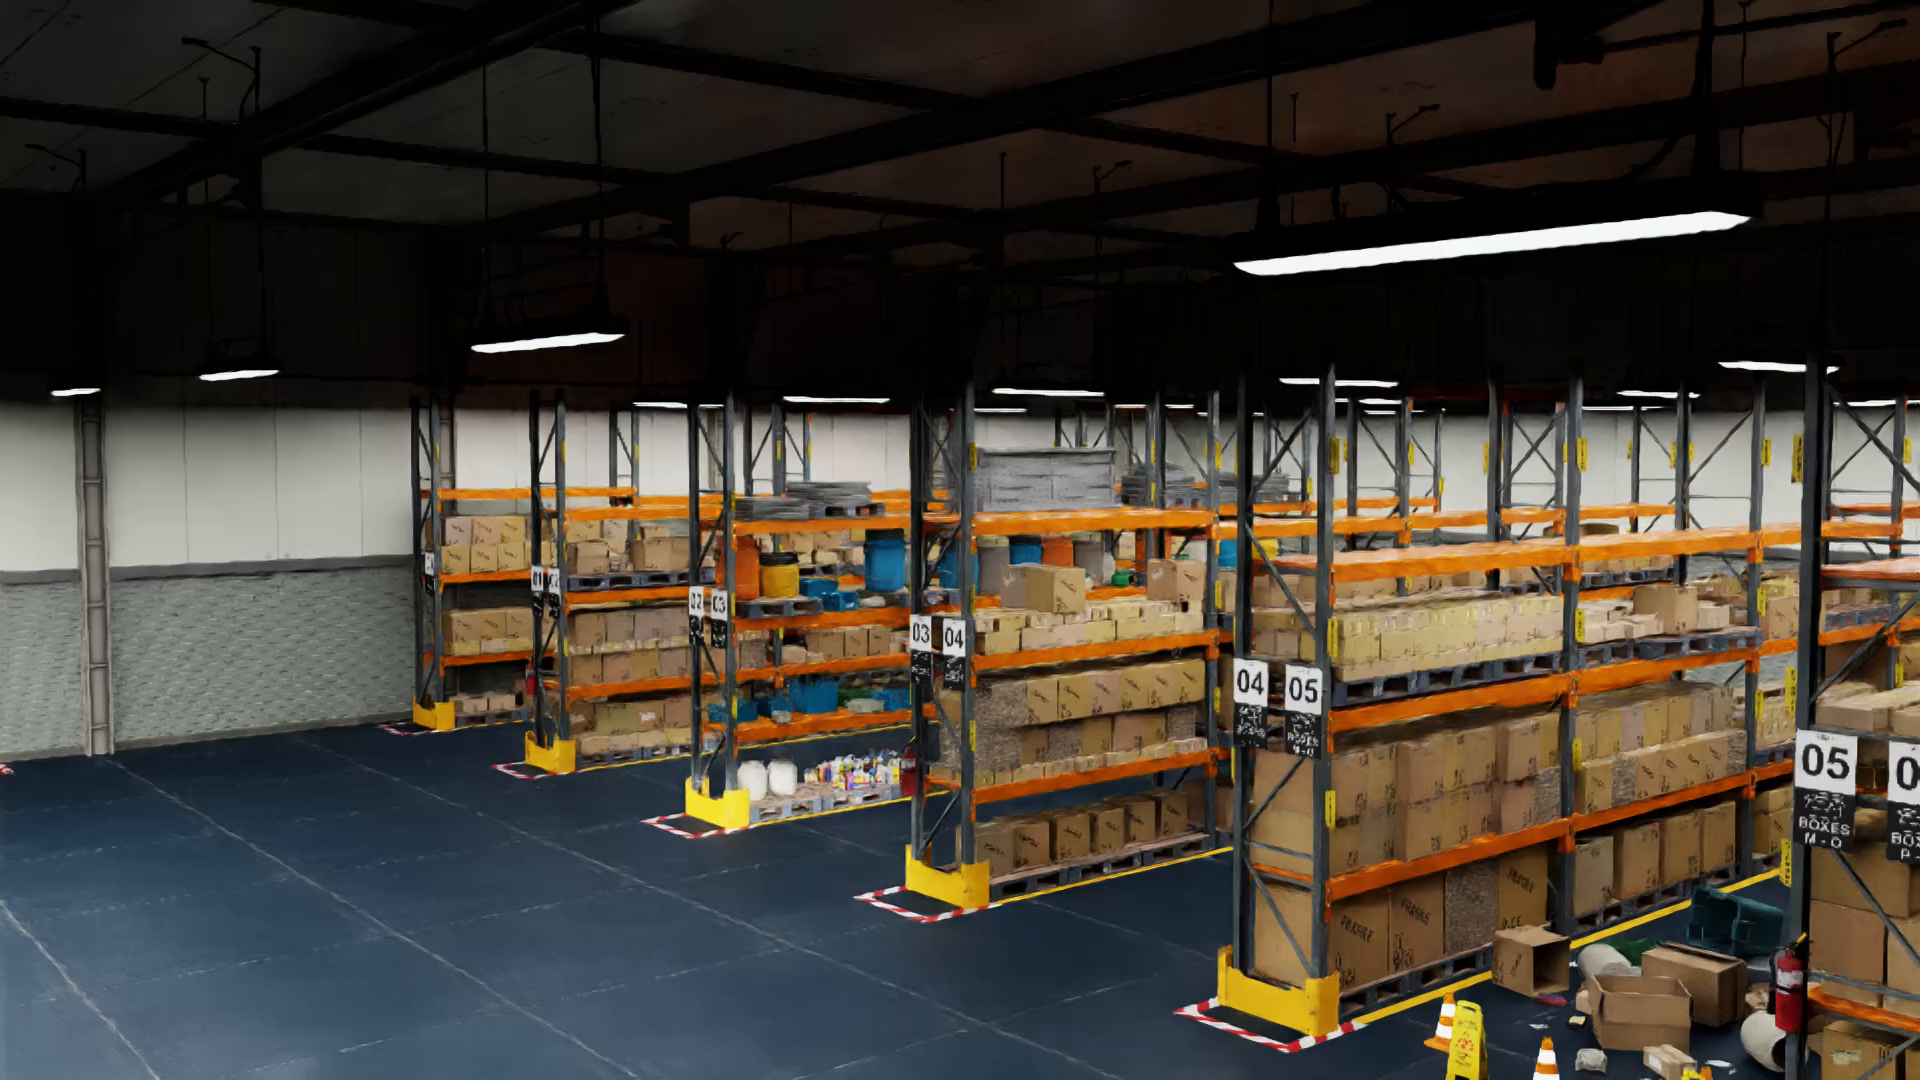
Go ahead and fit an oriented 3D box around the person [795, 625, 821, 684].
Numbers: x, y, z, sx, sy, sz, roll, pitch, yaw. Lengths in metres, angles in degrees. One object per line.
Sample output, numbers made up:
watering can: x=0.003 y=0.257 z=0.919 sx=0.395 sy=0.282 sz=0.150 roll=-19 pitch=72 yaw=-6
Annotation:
person: x=-2.956 y=2.424 z=32.366 sx=1.030 sy=1.669 sz=0.553 roll=-3 pitch=4 yaw=-41
